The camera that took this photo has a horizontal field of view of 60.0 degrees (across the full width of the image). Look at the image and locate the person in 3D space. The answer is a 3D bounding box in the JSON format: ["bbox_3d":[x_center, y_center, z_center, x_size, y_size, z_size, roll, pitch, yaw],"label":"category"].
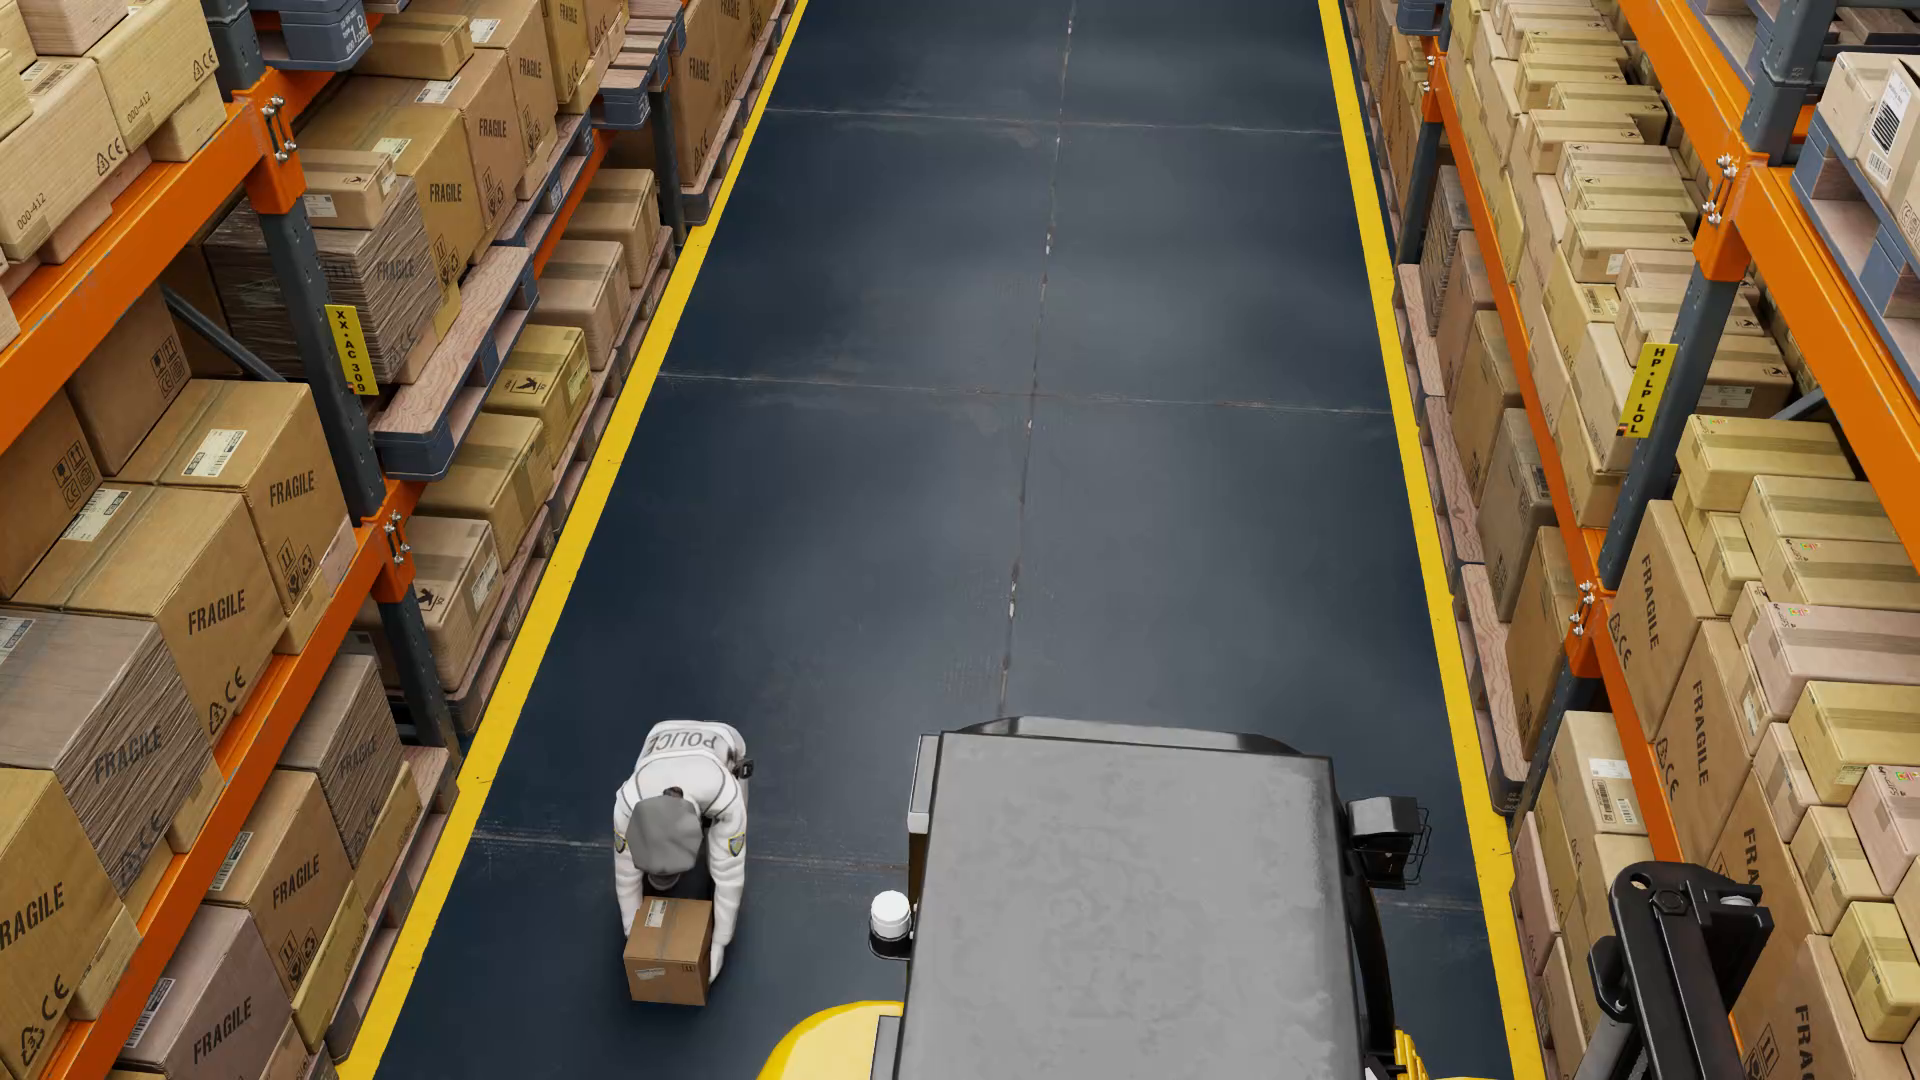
[{"bbox_3d":[-0.941,0.961,5.666,0.479,0.849,0.859,3,40,4],"label":"person"}]
